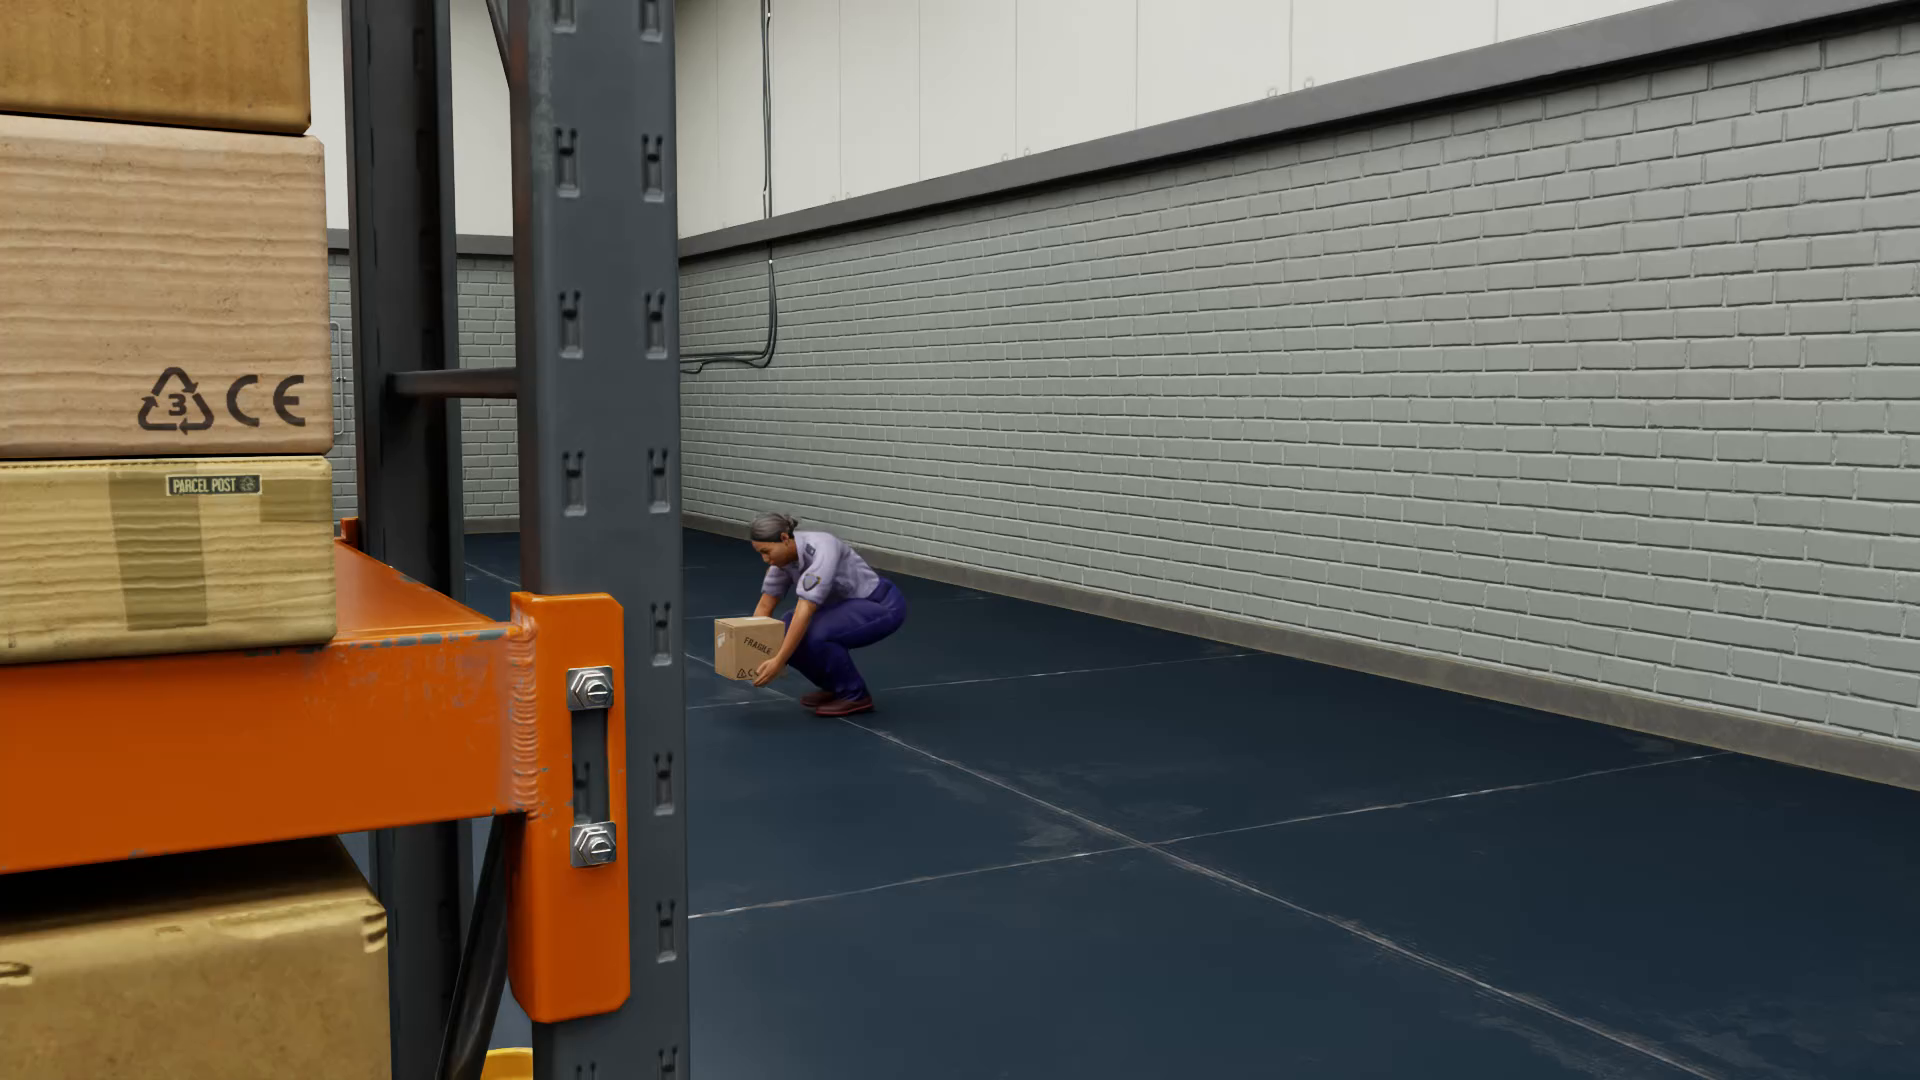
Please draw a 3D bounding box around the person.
[{"bbox_3d":[-0.648,0.336,7.779,0.829,0.953,0.526,-3,6,-29],"label":"person"}]
